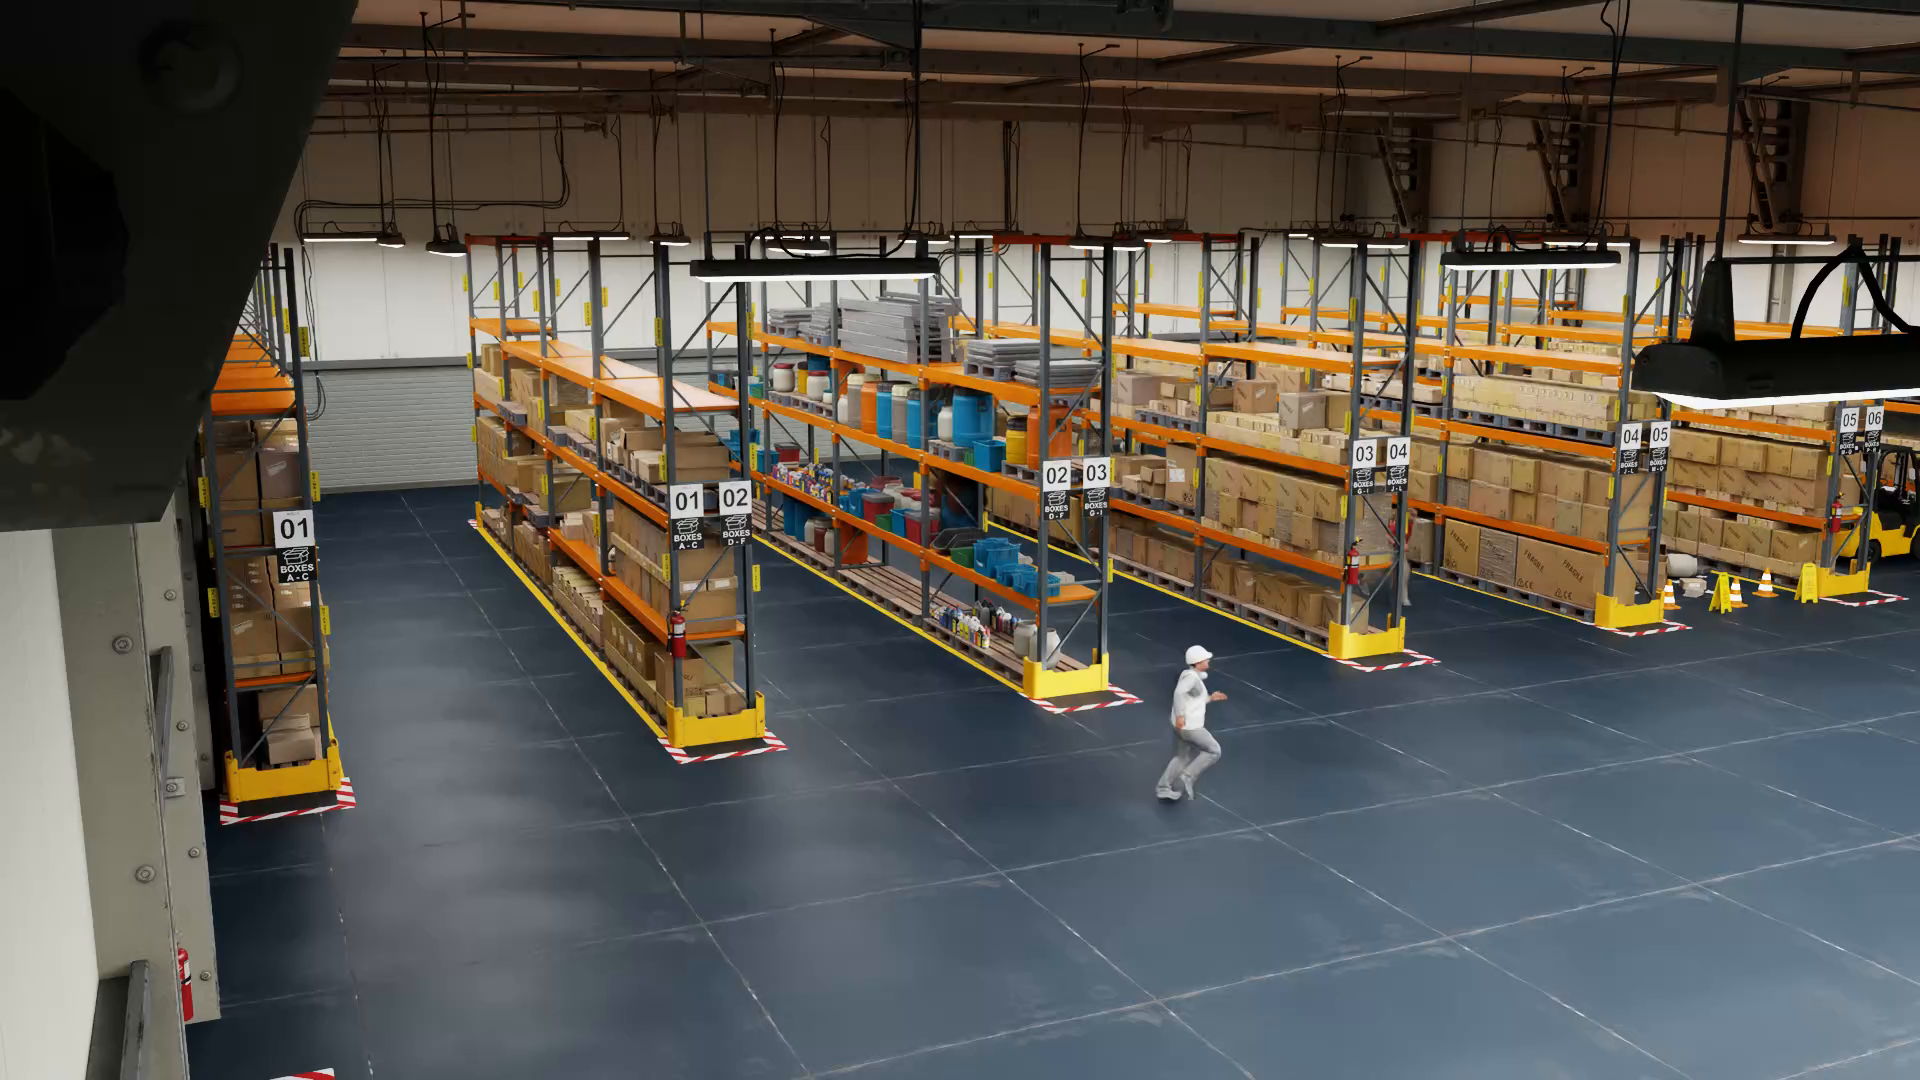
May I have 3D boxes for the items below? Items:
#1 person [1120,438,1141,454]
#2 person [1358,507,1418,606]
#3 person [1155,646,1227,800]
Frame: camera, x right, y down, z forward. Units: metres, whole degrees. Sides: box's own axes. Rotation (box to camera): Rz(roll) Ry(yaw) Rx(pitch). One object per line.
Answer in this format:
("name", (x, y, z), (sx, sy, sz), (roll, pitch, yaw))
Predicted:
("person", (4.384, -2.594, 42.181), (0.776, 1.641, 0.631), (-8, 14, -36))
("person", (7.139, 0.238, 27.724), (1.020, 1.694, 0.703), (9, 14, 39))
("person", (2.529, 2.003, 18.140), (0.777, 1.724, 0.689), (0, 11, -1))
